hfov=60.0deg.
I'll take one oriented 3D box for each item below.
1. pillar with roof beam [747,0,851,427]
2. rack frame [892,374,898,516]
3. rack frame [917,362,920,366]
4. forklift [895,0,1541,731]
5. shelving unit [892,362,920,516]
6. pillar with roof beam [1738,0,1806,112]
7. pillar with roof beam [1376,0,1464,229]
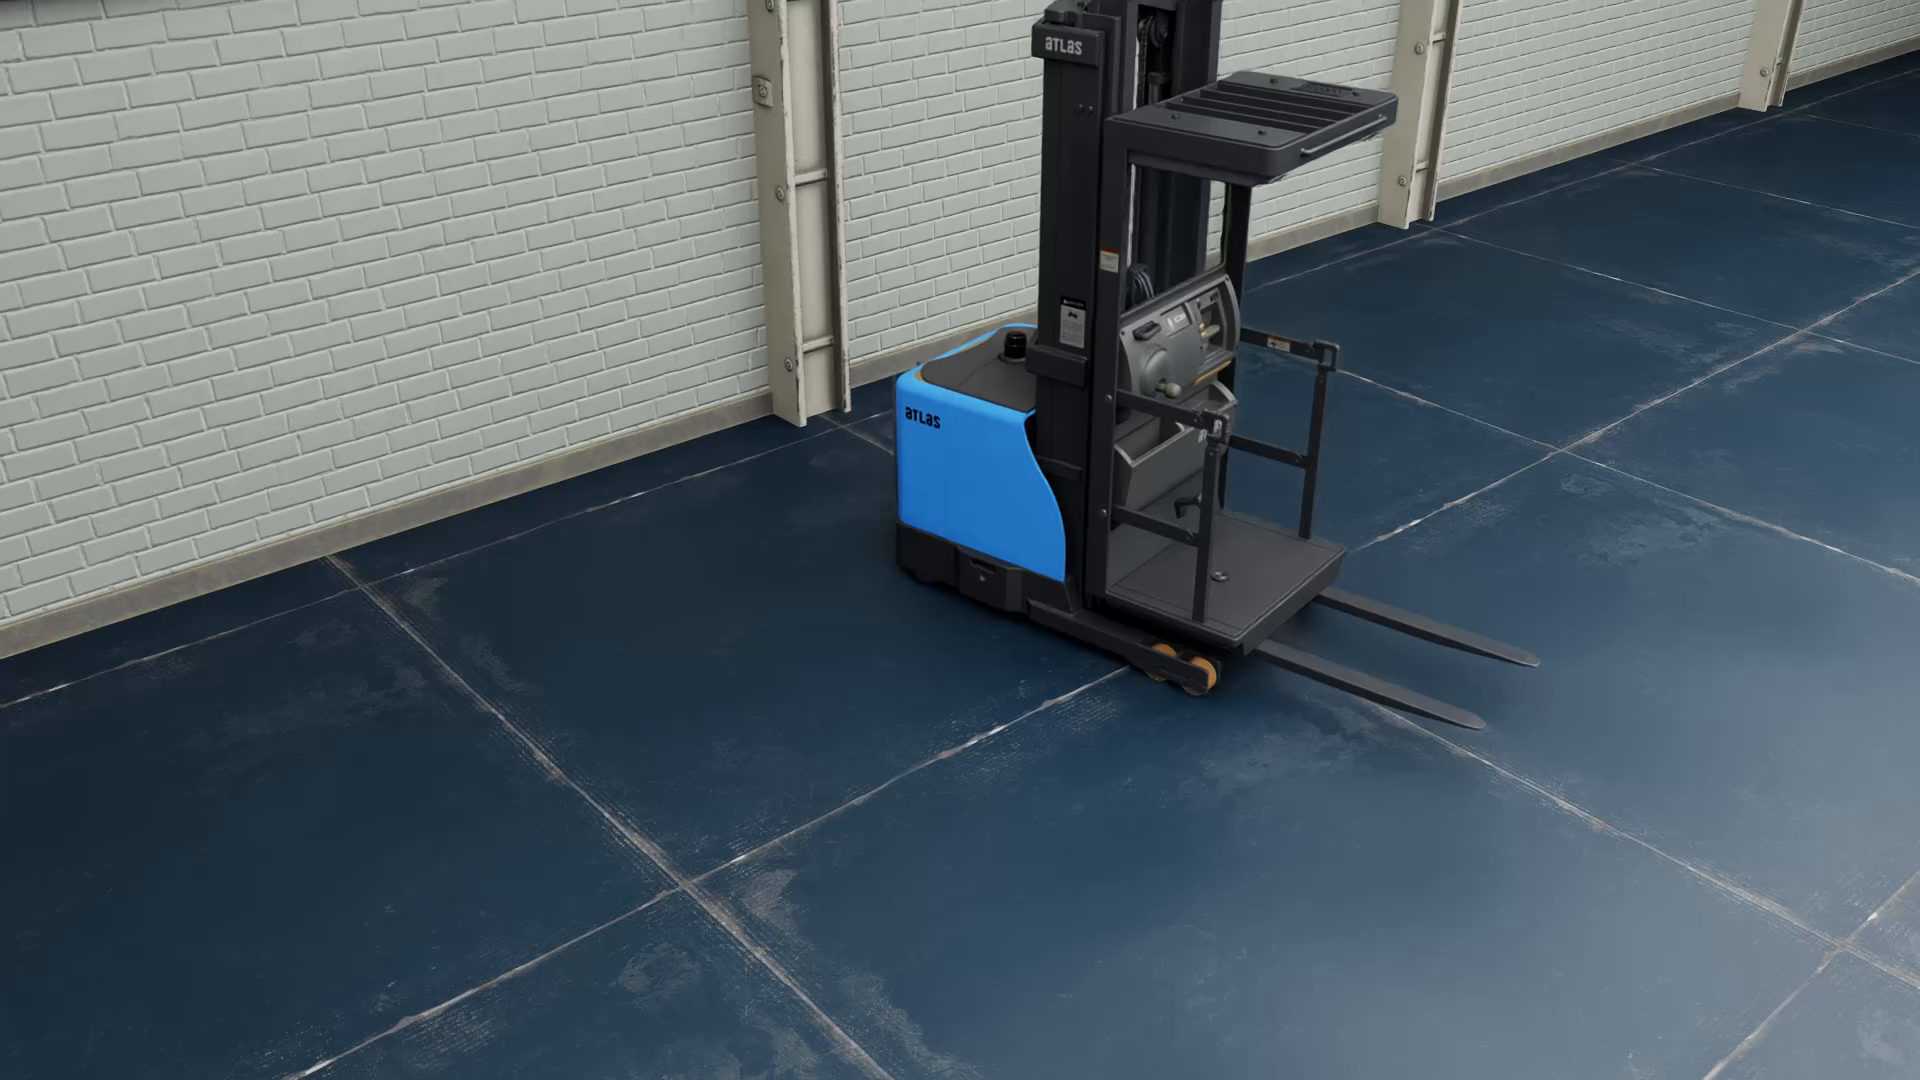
[{"bbox_3d":[1.878,-3.220,5.228,0.400,9.000,9.100,-22,35,-35],"label":"pillar with roof beam"},{"bbox_3d":[-0.247,-0.410,8.563,0.240,0.900,0.006,19,34,32],"label":"rack frame"},{"bbox_3d":[-0.126,-0.487,8.707,0.240,0.900,0.006,19,34,32],"label":"rack frame"},{"bbox_3d":[1.150,-0.881,7.288,3.031,2.935,1.130,20,34,33],"label":"forklift"},{"bbox_3d":[-0.186,-0.449,8.635,0.258,0.900,0.210,19,34,32],"label":"shelving unit"},{"bbox_3d":[11.007,-6.891,12.098,0.400,9.000,9.100,-22,35,-35],"label":"pillar with roof beam"},{"bbox_3d":[6.442,-5.056,8.663,0.400,9.000,9.100,-22,35,-35],"label":"pillar with roof beam"}]
